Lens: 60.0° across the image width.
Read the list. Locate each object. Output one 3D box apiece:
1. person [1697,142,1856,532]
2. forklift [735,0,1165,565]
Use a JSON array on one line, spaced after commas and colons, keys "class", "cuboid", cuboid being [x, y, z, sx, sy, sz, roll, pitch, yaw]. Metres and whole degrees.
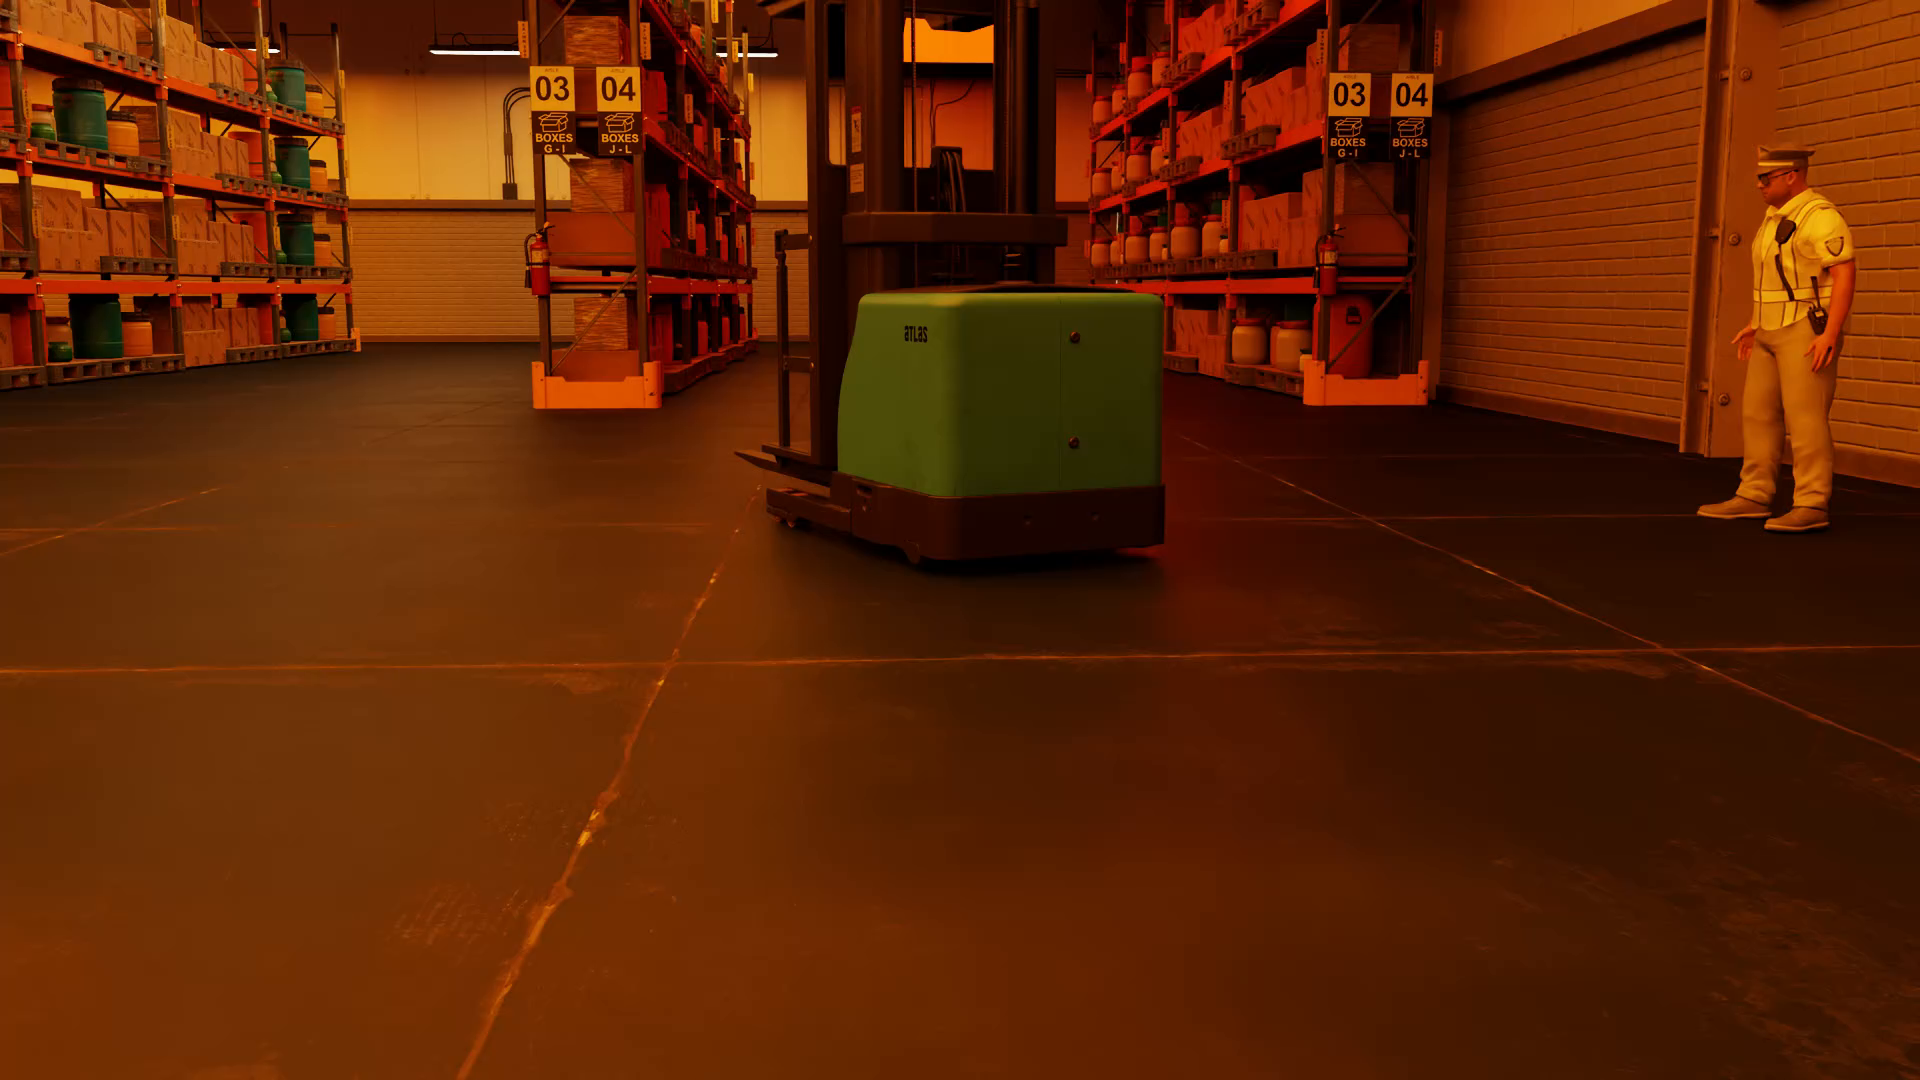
[{"class": "person", "cuboid": [3.834, -0.939, 7.692, 0.482, 1.755, 0.674, 0, 8, -2]}, {"class": "forklift", "cuboid": [-0.264, -1.530, 7.637, 1.130, 2.935, 3.031, -4, 9, -25]}]
